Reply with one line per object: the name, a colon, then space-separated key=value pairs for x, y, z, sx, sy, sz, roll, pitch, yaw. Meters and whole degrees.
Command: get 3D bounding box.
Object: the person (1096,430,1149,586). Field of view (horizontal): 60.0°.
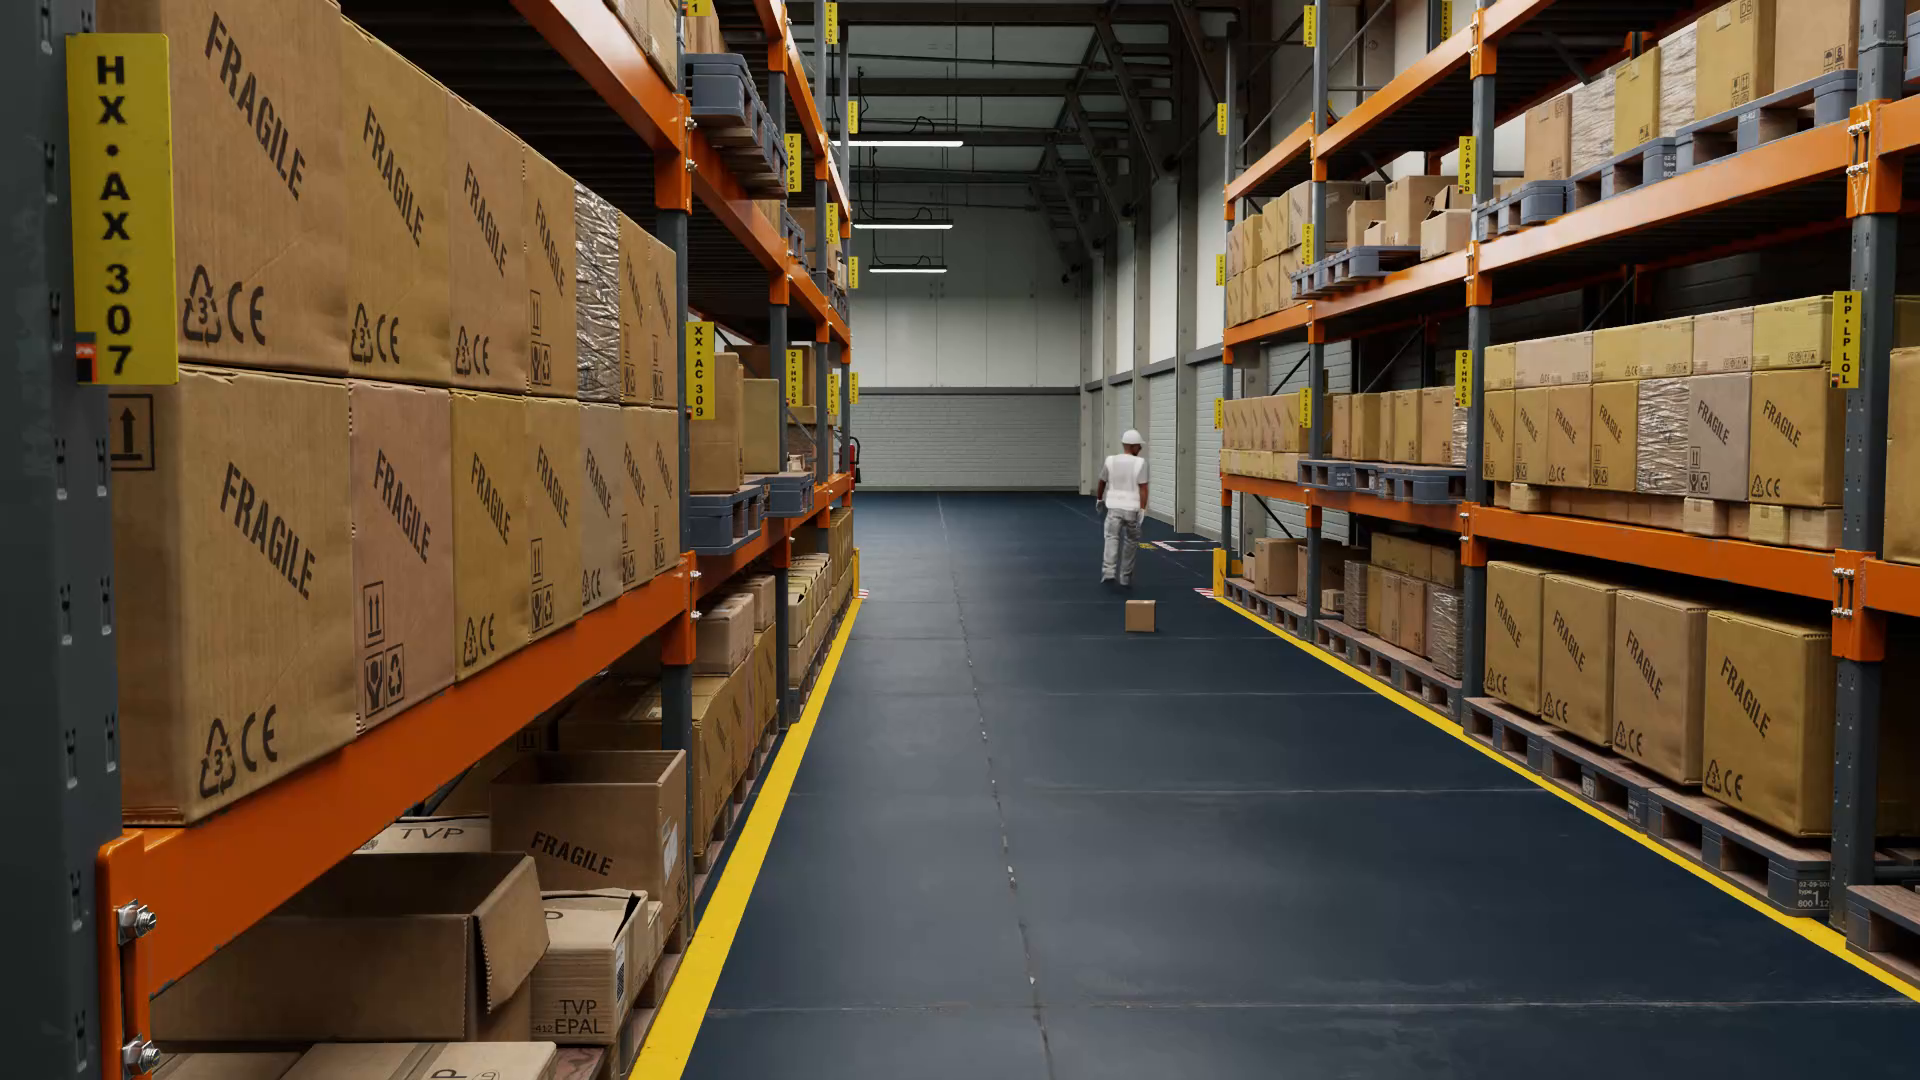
person: x=1.790 y=-0.344 z=18.420 sx=0.638 sy=1.746 sz=1.015 roll=1 pitch=4 yaw=14
